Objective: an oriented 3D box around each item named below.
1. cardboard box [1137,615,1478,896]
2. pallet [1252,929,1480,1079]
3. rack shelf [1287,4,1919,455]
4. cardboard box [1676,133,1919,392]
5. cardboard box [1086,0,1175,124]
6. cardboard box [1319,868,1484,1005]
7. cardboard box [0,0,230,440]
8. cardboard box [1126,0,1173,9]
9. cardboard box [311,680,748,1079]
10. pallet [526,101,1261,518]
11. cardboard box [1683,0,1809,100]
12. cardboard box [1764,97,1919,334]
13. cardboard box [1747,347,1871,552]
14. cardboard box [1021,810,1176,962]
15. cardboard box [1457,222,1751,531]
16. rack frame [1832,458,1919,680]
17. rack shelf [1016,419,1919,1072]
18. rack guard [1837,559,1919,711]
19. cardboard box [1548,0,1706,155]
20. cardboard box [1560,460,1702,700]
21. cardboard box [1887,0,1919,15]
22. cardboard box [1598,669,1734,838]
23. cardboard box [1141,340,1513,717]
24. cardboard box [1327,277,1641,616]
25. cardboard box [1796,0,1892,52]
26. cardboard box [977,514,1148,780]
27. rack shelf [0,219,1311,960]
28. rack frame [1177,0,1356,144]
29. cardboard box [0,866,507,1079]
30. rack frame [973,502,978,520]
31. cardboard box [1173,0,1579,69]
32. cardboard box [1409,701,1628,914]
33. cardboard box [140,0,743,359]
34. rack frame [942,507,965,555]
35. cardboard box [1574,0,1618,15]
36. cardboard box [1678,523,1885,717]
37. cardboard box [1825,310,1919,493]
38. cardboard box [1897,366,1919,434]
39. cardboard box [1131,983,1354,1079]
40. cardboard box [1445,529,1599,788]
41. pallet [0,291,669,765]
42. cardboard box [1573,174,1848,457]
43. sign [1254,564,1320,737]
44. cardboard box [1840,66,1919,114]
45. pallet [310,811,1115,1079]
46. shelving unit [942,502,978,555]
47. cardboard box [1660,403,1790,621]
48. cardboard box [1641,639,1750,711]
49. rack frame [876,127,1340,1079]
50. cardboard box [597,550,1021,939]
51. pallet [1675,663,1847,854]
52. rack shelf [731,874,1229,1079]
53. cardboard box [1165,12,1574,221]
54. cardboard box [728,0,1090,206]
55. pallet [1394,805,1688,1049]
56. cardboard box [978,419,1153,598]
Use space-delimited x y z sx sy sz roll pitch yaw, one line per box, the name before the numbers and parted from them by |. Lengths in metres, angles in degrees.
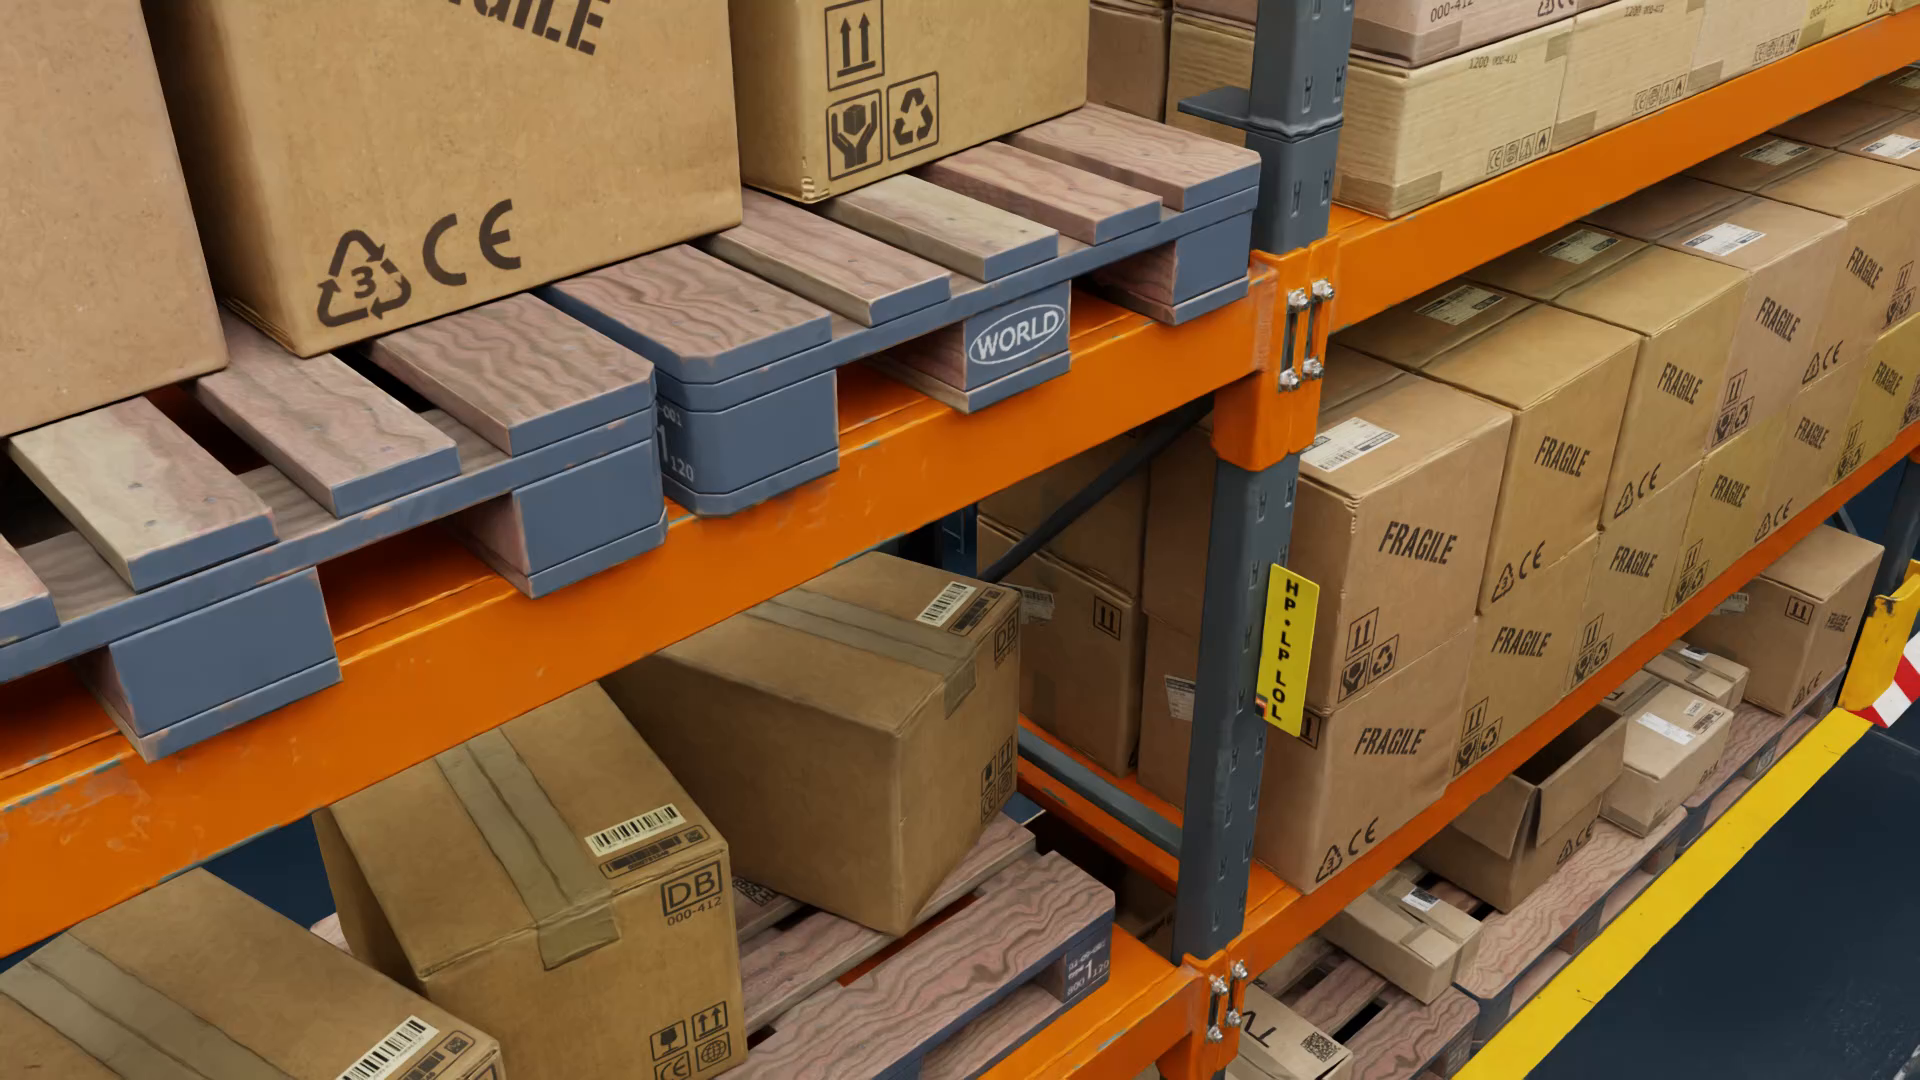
cardboard box | 0.755 0.362 3.687 0.500 0.500 0.500 -25 39 -34
pallet | 0.700 1.428 4.713 1.213 0.211 1.003 -26 40 -35
rack shelf | 1.663 -1.201 4.153 4.000 0.370 1.077 -26 40 -35
cardboard box | 2.243 -0.779 4.594 0.500 0.500 0.500 -25 39 -34
cardboard box | 0.372 -1.009 3.293 0.500 0.250 0.500 -26 40 -35
cardboard box | 1.278 1.125 4.828 0.250 0.166 0.380 -26 40 -35
cardboard box | -1.200 -0.438 1.622 0.600 0.600 0.600 27 41 37
cardboard box | 0.368 -1.224 3.166 0.500 0.250 0.500 -26 40 -35
cardboard box | -0.765 0.610 2.879 0.500 0.500 0.700 -19 36 -28
pallet | -0.330 -0.514 2.520 1.003 0.211 1.213 -26 40 -35
cardboard box | 1.458 -1.165 3.548 0.500 0.250 0.500 -26 40 -35
cardboard box | 2.620 -0.964 4.897 0.500 0.500 0.500 -25 39 -34
cardboard box | 2.238 -0.357 4.863 0.500 0.500 0.500 -25 40 -35
cardboard box | 0.421 1.049 4.633 0.500 0.500 0.500 -26 40 -35
cardboard box | 1.488 -0.413 3.996 0.500 0.500 0.500 -27 41 -37
rack frame | 3.129 -0.938 5.908 0.127 3.000 1.000 -26 40 -35
rack shelf | 1.663 0.079 4.936 4.000 0.370 1.077 -26 40 -35
rack guard | 3.073 0.156 6.516 0.348 0.500 1.175 -26 40 -35
cardboard box | 1.090 -0.988 3.259 0.500 0.250 0.500 -26 40 -35
cardboard box | 1.497 0.003 4.275 0.500 0.500 0.500 -26 40 -36
cardboard box | 2.200 -1.515 4.120 0.500 0.250 0.500 -26 40 -35
cardboard box | 2.181 0.660 5.509 0.500 0.250 0.500 -26 40 -35
cardboard box | 0.733 -0.048 3.398 0.500 0.500 0.500 -25 39 -34
cardboard box | 1.111 -0.231 3.698 0.500 0.500 0.500 -27 41 -37
cardboard box | 1.822 -1.344 3.840 0.500 0.250 0.500 -26 40 -35
cardboard box | 0.388 0.163 4.012 0.500 0.500 0.500 -25 39 -35
rack shelf | -1.270 0.218 1.833 4.000 0.370 1.077 -26 40 -35
rack frame | 0.196 -2.078 2.023 0.127 3.000 1.000 -26 40 -35
cardboard box | -1.057 0.910 2.389 0.700 0.500 0.500 18 36 27
rack frame | 0.129 -0.510 7.078 0.008 1.050 0.200 -26 40 -35
cardboard box | 0.722 -1.025 2.841 0.500 0.250 0.500 -26 40 -35
cardboard box | 1.570 0.690 5.217 0.637 0.503 0.797 -26 40 -35
cardboard box | -0.698 -0.667 1.996 0.600 0.600 0.600 -26 40 -36
rack frame | -0.050 -0.424 6.936 0.008 1.050 0.200 -26 40 -35
cardboard box | 1.087 -1.203 3.132 0.500 0.250 0.500 -26 40 -35
cardboard box | 2.898 0.228 5.976 0.500 0.500 0.500 -26 40 -35
cardboard box | 2.608 -0.532 5.149 0.500 0.500 0.500 -25 40 -35
cardboard box | 2.986 -0.717 5.452 0.500 0.500 0.500 -24 39 -34
cardboard box | 0.651 1.374 4.283 0.500 0.311 0.500 -26 40 -35
cardboard box | 1.128 0.179 3.986 0.500 0.500 0.500 -25 39 -35
pallet | -1.088 -0.145 1.916 1.003 0.211 1.213 -26 40 -35
cardboard box | 1.866 -0.596 4.296 0.500 0.500 0.500 -24 39 -34
sign | 0.576 0.198 2.941 0.005 0.325 0.100 -26 40 -35
cardboard box | 2.990 -1.144 5.191 0.500 0.500 0.500 -26 40 -36
pallet | -0.464 0.805 3.243 1.213 0.211 1.003 -26 40 -35
shelving unit | 0.039 -0.467 7.007 0.252 1.050 0.215 -26 40 -35
cardboard box | 1.869 -0.178 4.571 0.500 0.500 0.500 -26 40 -36
cardboard box | 2.540 0.480 5.884 0.250 0.166 0.380 -26 40 -35
rack frame | 0.196 0.481 3.588 0.127 3.000 1.000 -26 40 -35
cardboard box | -0.303 0.342 3.317 0.700 0.500 0.500 15 35 23
pallet | 2.490 0.562 6.129 1.213 0.211 1.003 -26 40 -35
rack shelf | -1.270 1.497 2.615 4.000 0.370 1.077 -26 40 -35
cardboard box | 0.721 -0.812 2.972 0.500 0.250 0.500 -26 40 -35
cardboard box | -0.223 -0.913 2.397 0.600 0.600 0.600 25 39 35
pallet | 1.595 0.993 5.424 1.213 0.211 1.003 -26 40 -35
cardboard box | 0.391 -0.266 3.756 0.500 0.500 0.500 -26 40 -35
